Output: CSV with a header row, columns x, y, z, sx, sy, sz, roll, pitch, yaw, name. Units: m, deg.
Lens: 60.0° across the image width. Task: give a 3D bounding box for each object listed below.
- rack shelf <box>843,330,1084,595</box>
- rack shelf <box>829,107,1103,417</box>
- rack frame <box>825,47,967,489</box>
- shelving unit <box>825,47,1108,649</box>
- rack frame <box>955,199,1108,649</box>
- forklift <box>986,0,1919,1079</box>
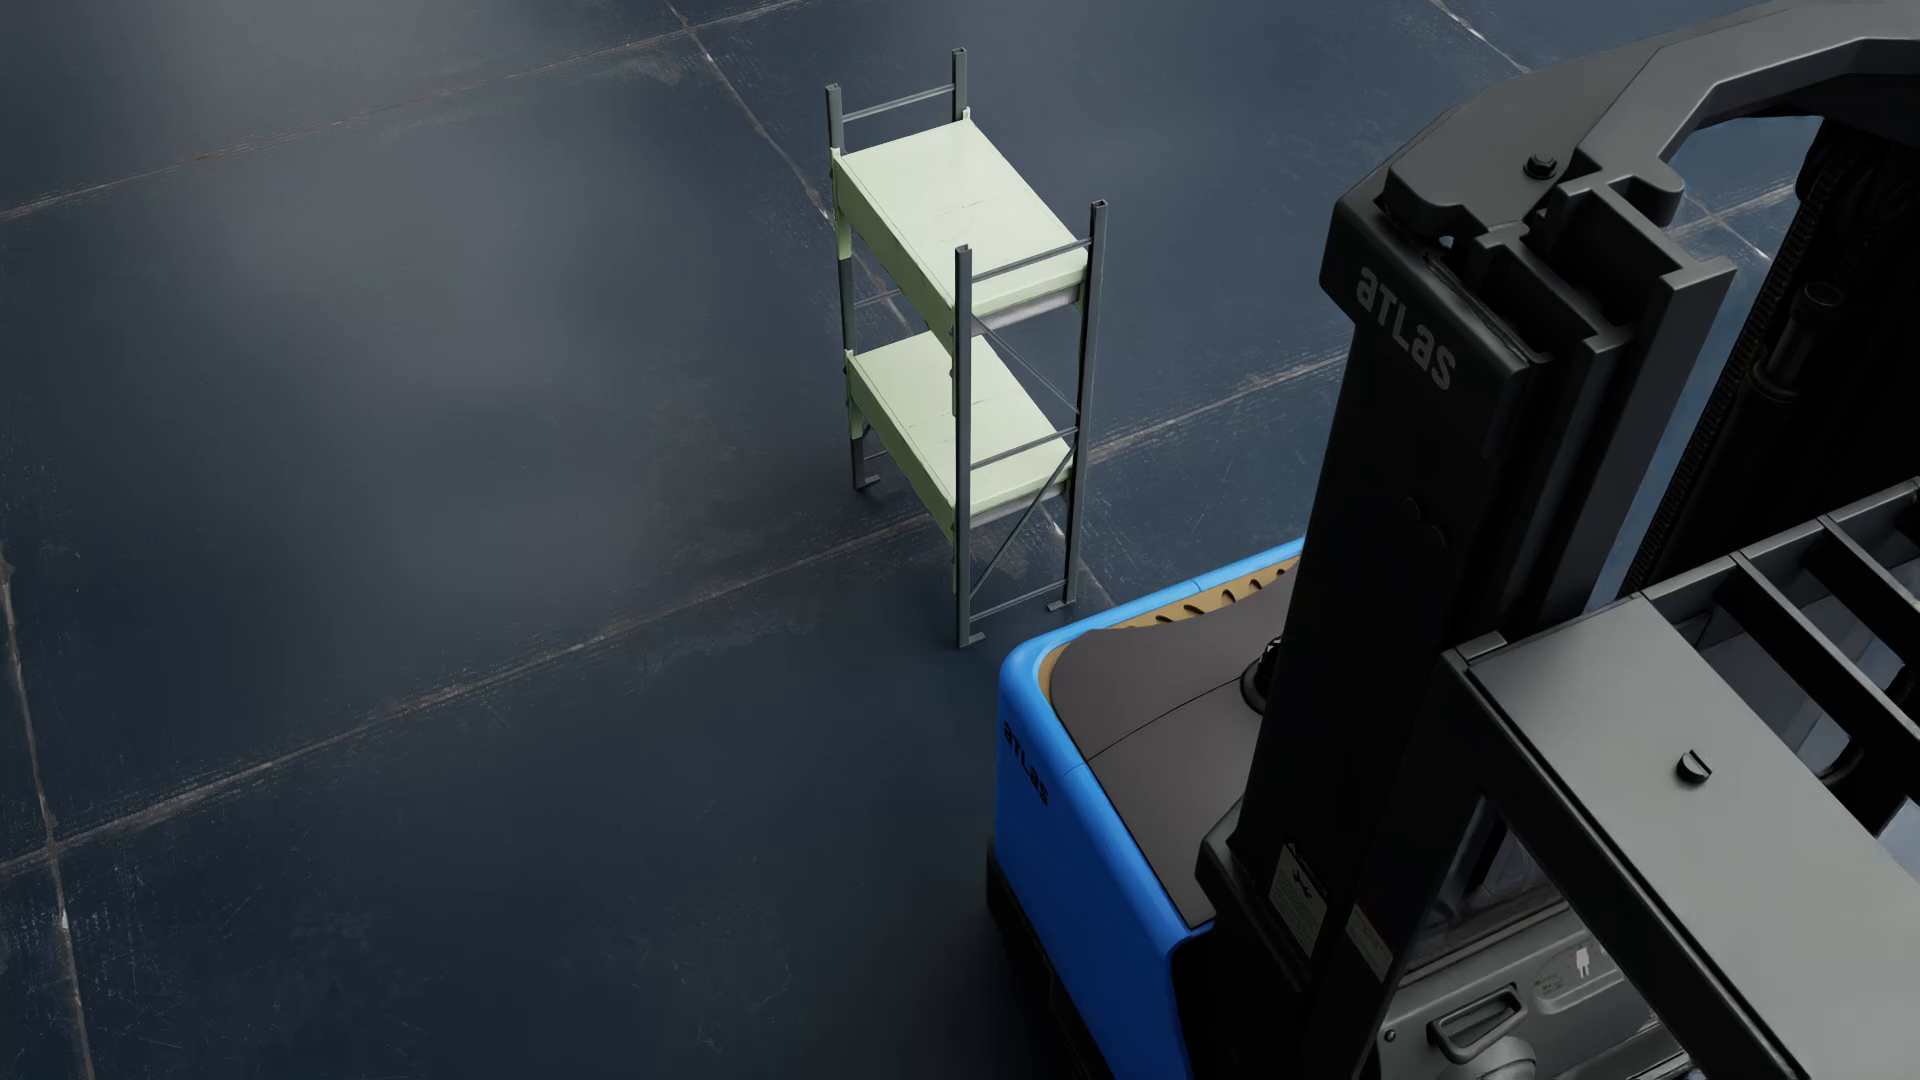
x,y,z,sx,sy,sz,roll,pitch,yaw,name
0.003,-0.275,4.927,0.431,0.370,0.720,-21,52,-18,rack shelf
0.003,-0.746,4.388,0.431,0.370,0.720,-21,52,-18,rack shelf
-0.164,-0.734,4.896,0.400,1.500,0.023,-21,52,-18,rack frame
0.003,-0.489,4.682,0.431,1.500,0.755,-21,52,-18,shelving unit
0.171,-0.244,4.467,0.400,1.500,0.023,-21,52,-18,rack frame
1.150,0.837,2.571,1.130,2.935,3.031,-19,52,-16,forklift
